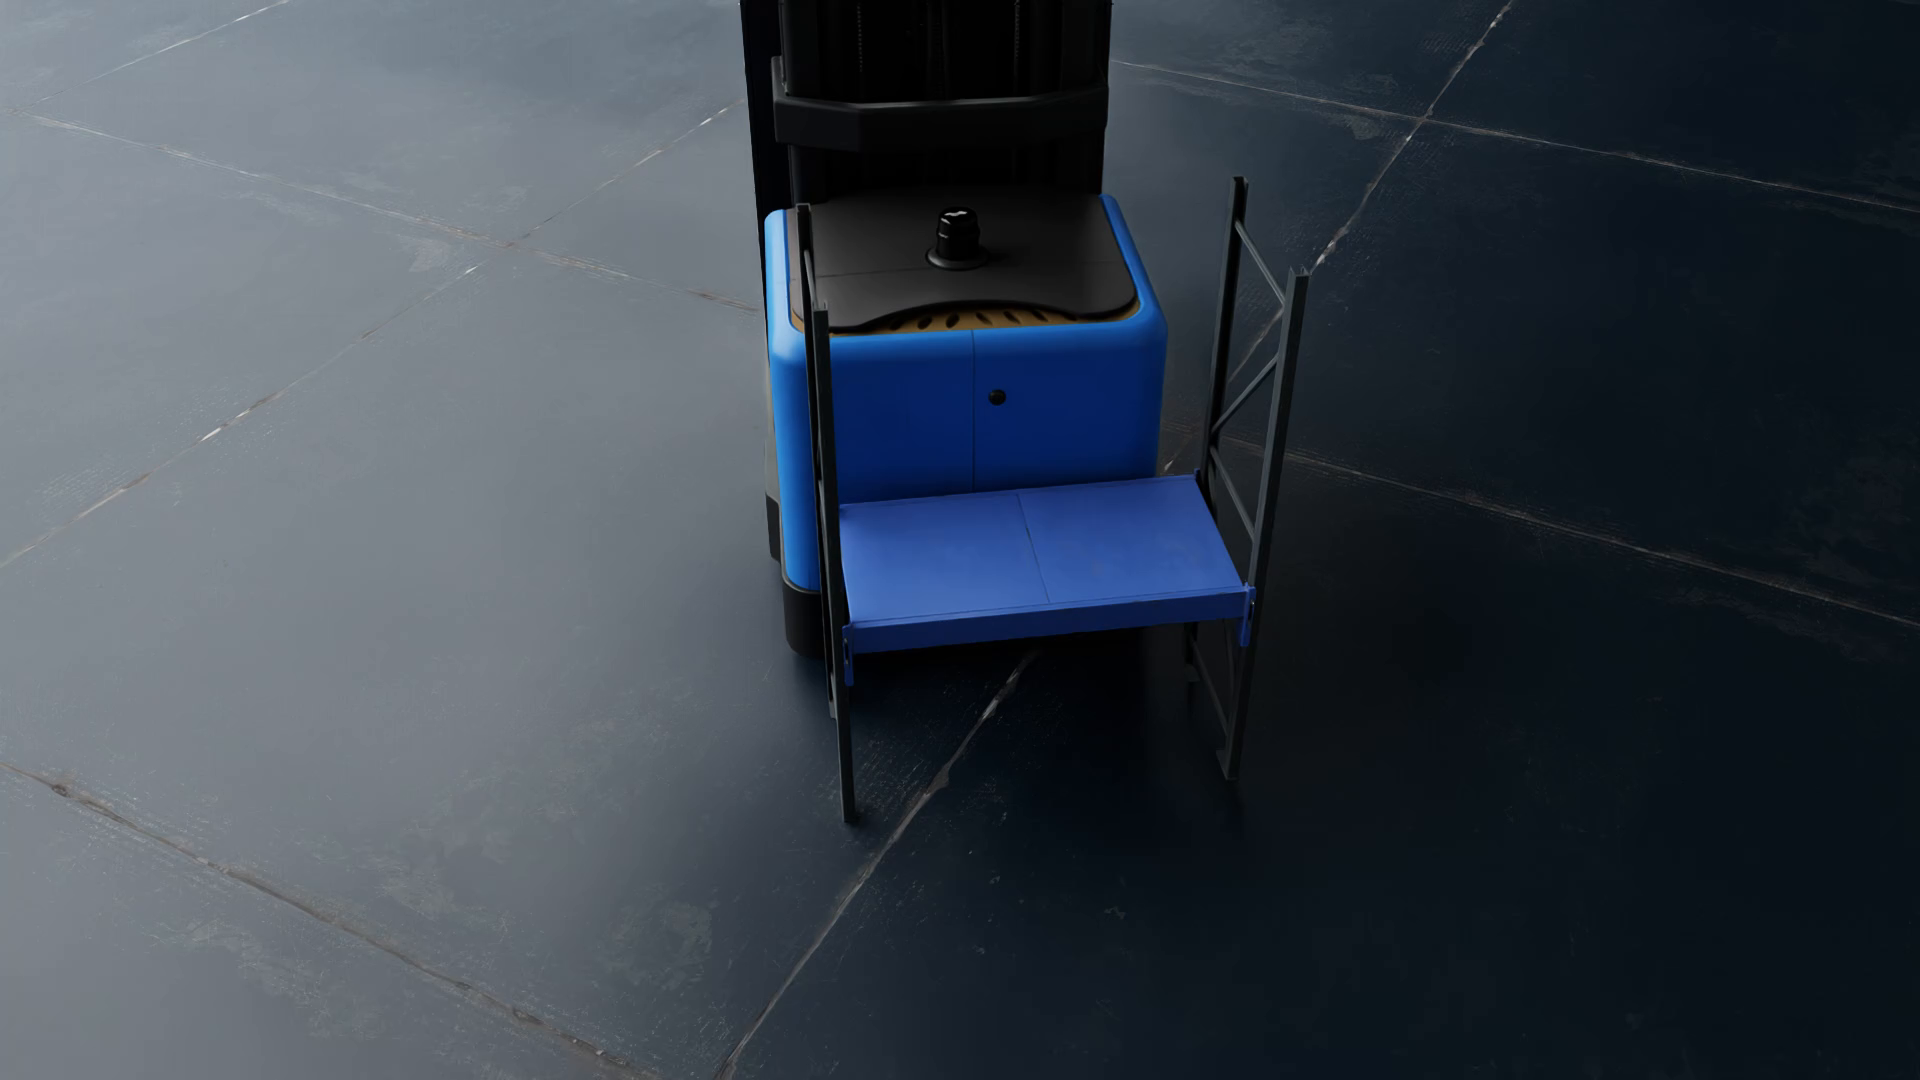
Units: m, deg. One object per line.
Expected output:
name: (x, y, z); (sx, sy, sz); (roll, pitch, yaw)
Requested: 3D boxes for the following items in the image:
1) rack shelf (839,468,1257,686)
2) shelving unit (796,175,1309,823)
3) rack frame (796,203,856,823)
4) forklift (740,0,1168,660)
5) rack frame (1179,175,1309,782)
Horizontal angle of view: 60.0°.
rack shelf: (0.182, 0.080, 4.201); (1.000, 0.185, 0.538); (-5, 38, -7)
shelving unit: (0.182, -0.063, 4.092); (1.048, 1.500, 0.538); (-5, 38, -7)
rack frame: (-0.320, -0.018, 4.033); (0.032, 1.500, 0.500); (-5, 38, -7)
forklift: (-0.126, -1.710, 5.078); (1.130, 2.935, 3.031); (-4, 37, -5)
rack frame: (0.685, -0.108, 4.151); (0.032, 1.500, 0.500); (-5, 38, -7)
